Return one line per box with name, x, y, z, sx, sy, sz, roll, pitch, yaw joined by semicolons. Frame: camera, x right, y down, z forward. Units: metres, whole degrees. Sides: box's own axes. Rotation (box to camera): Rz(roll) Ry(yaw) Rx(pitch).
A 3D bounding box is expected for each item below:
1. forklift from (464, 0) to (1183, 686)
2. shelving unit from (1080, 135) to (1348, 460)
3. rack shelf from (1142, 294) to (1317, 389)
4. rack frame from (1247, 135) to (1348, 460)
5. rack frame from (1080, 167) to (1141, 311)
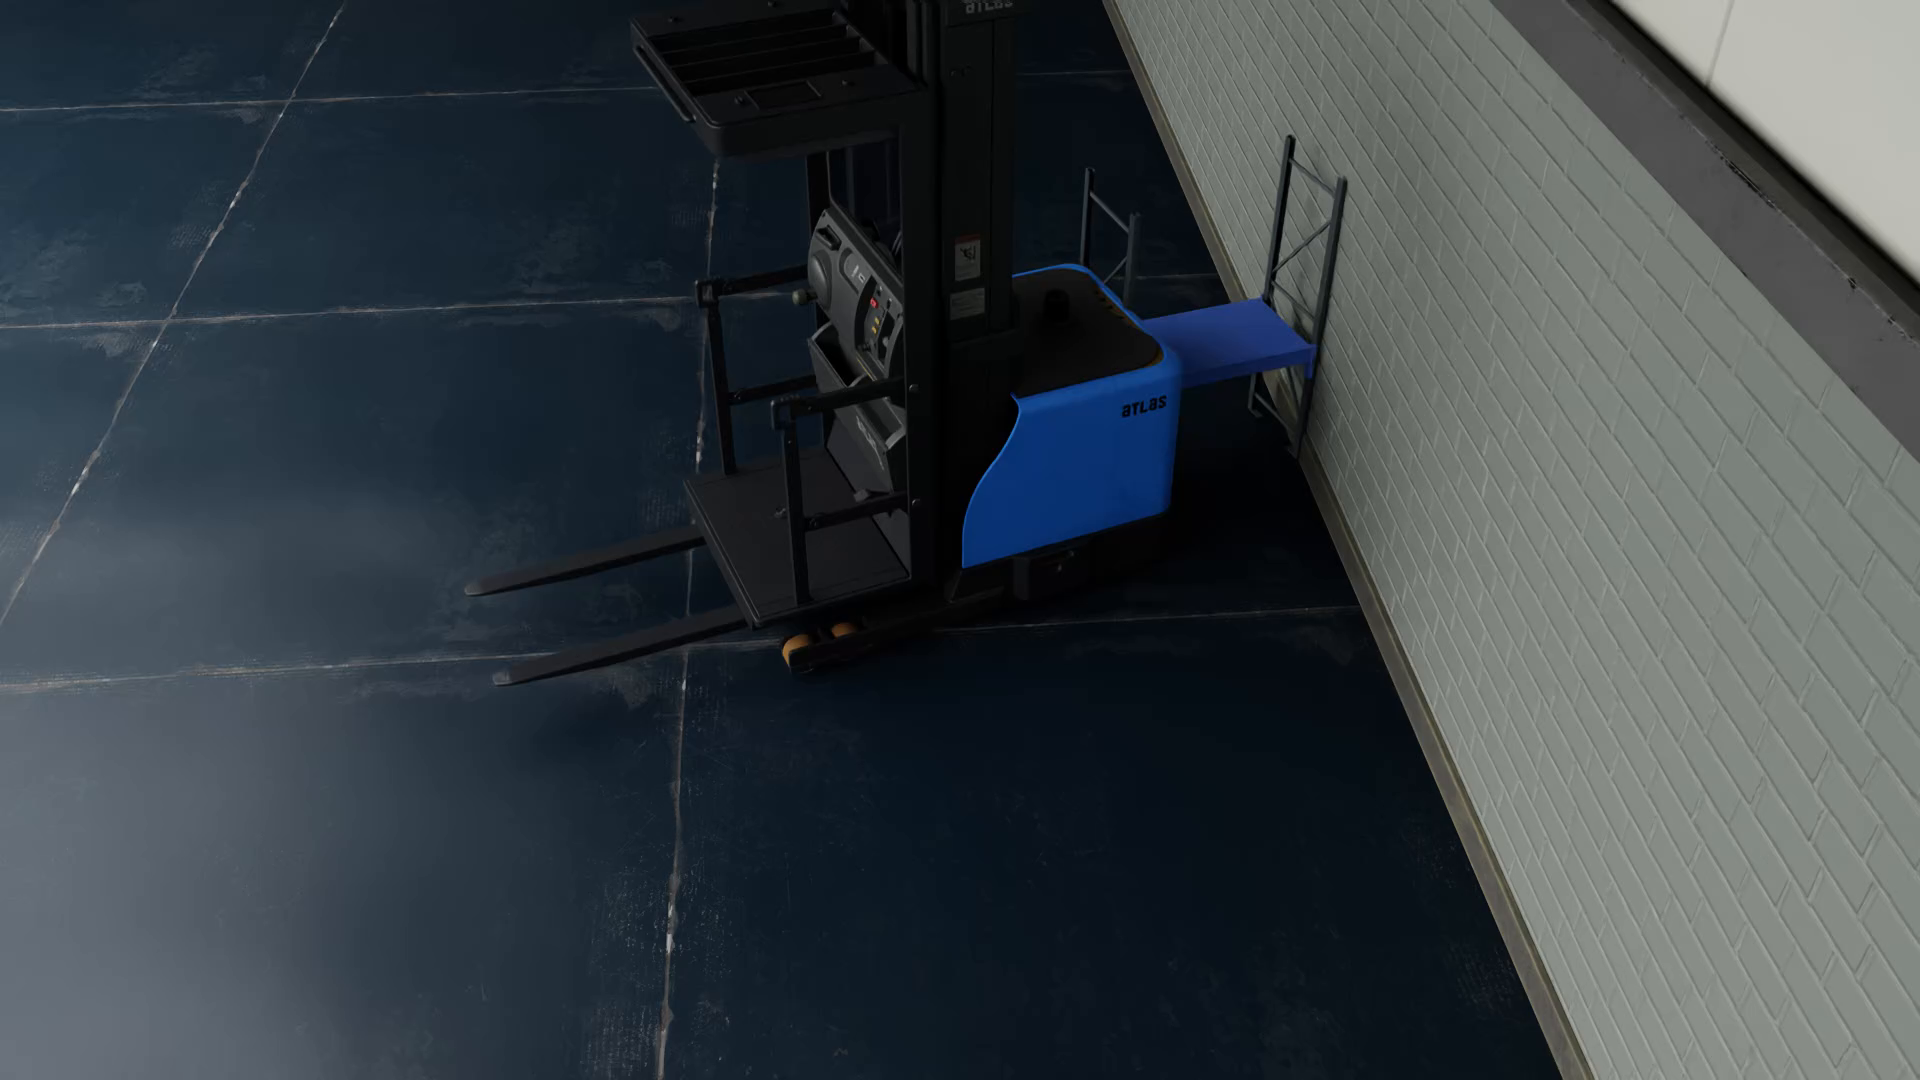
forklift;-0.607;-0.961;6.601;3.031;2.935;1.130;-15;41;-18
shelving unit;1.126;-1.029;7.816;1.048;1.500;0.538;-13;40;-17
rack shelf;1.124;-0.887;7.927;1.000;0.185;0.538;-13;40;-17
rack frame;1.600;-1.137;7.965;0.032;1.500;0.500;-13;40;-17
rack frame;0.653;-0.920;7.668;0.032;1.500;0.500;-13;40;-17
